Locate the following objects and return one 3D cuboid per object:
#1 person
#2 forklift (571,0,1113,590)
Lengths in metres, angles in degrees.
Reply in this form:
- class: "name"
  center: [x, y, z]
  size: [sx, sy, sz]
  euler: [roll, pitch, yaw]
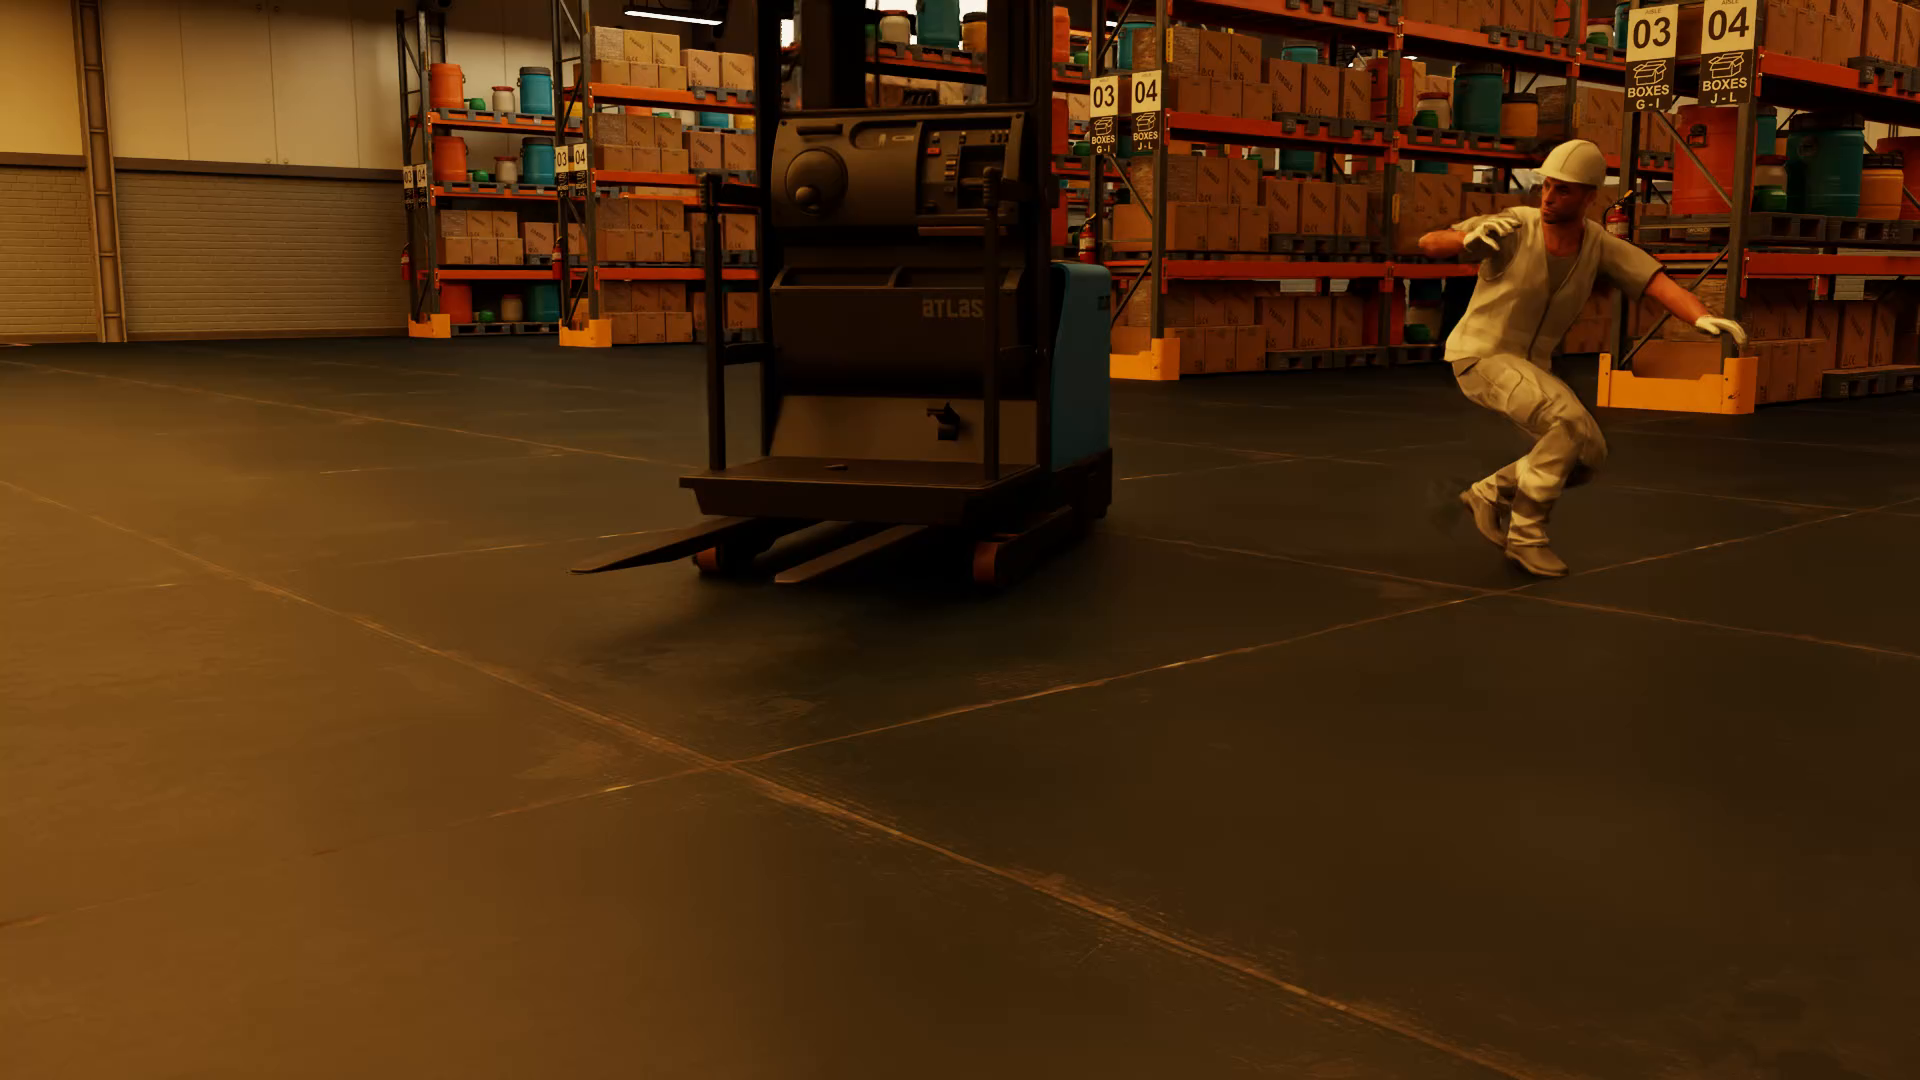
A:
- class: "person"
  center: [2.080, -0.620, 5.703]
  size: [0.788, 1.481, 1.019]
  euler: [-5, 10, -29]
- class: "forklift"
  center: [-0.288, -1.351, 5.687]
  size: [1.130, 2.935, 3.031]
  euler: [3, 9, 18]
